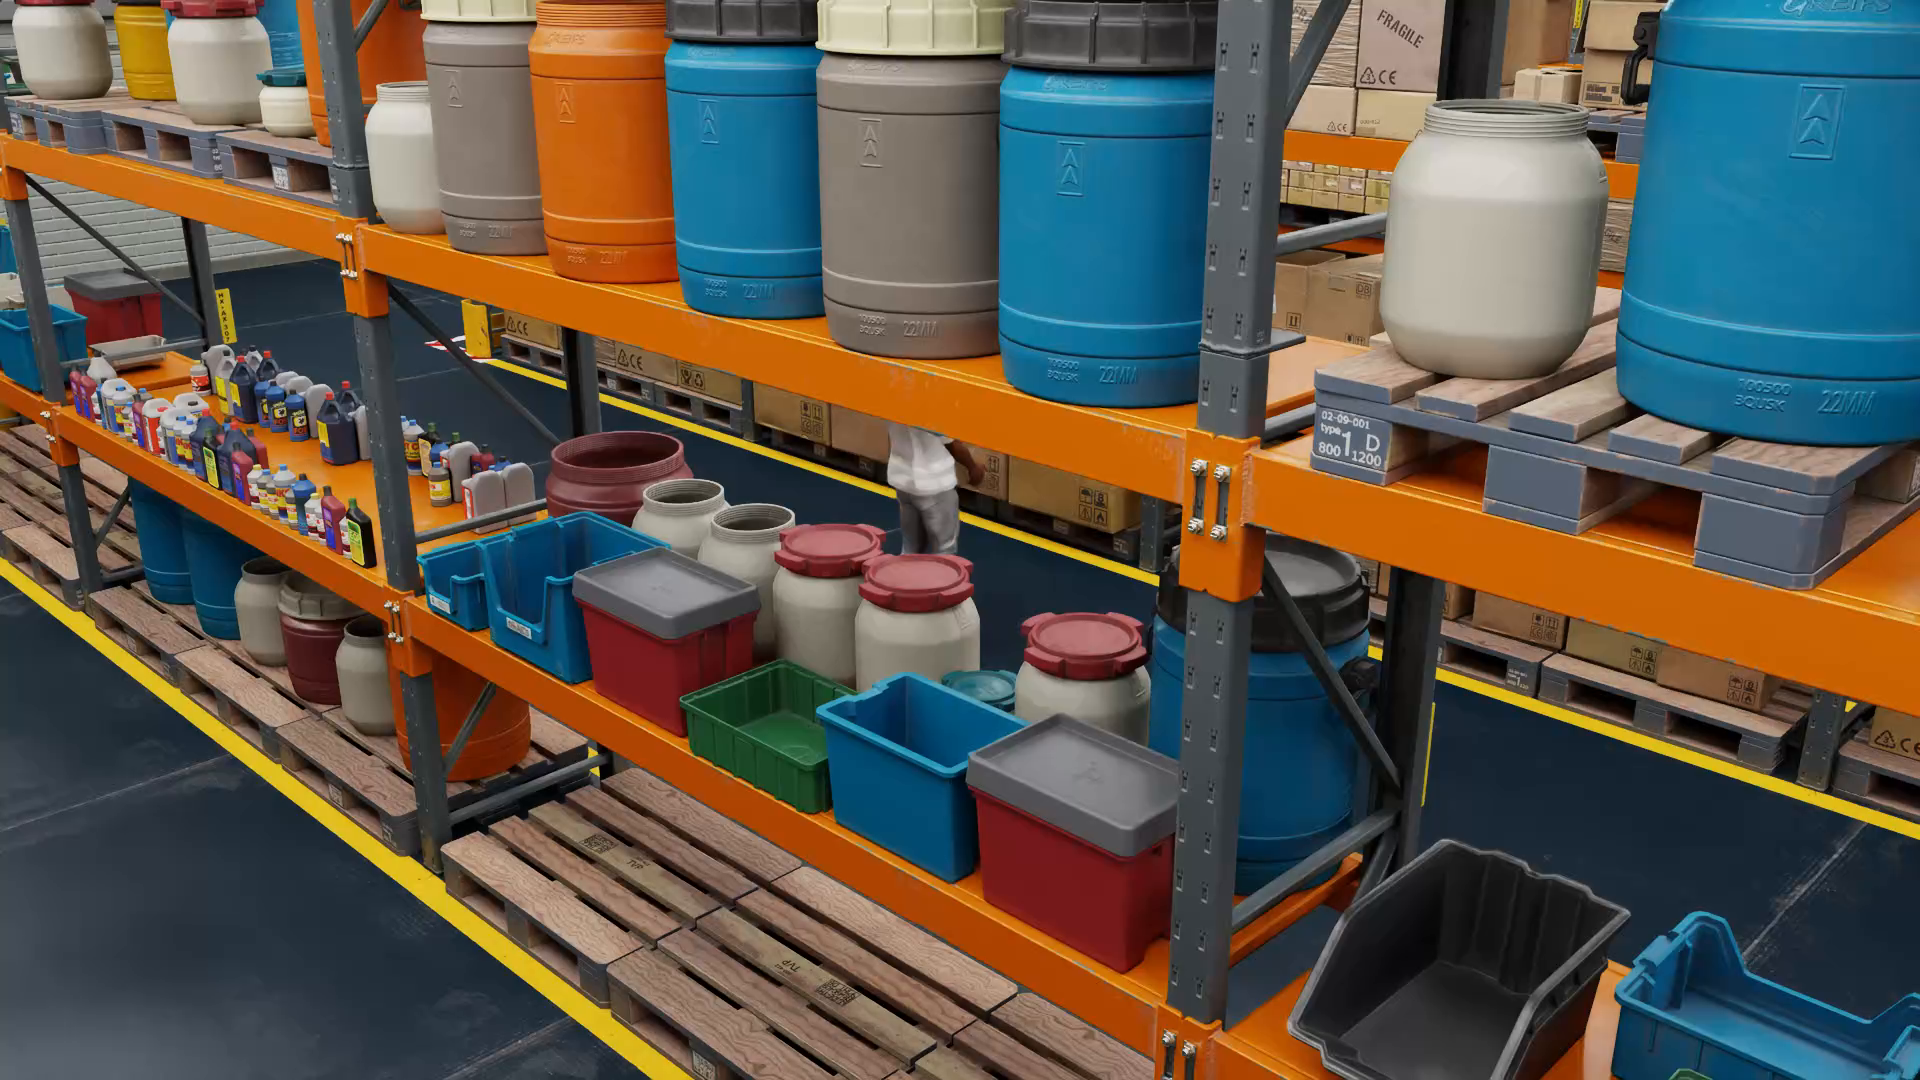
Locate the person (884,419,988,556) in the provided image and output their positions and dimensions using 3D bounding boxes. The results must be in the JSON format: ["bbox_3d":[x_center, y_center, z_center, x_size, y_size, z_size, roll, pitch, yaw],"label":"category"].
[{"bbox_3d":[-0.146,-0.331,9.428,0.566,1.770,0.520,-17,26,-38],"label":"person"}]
